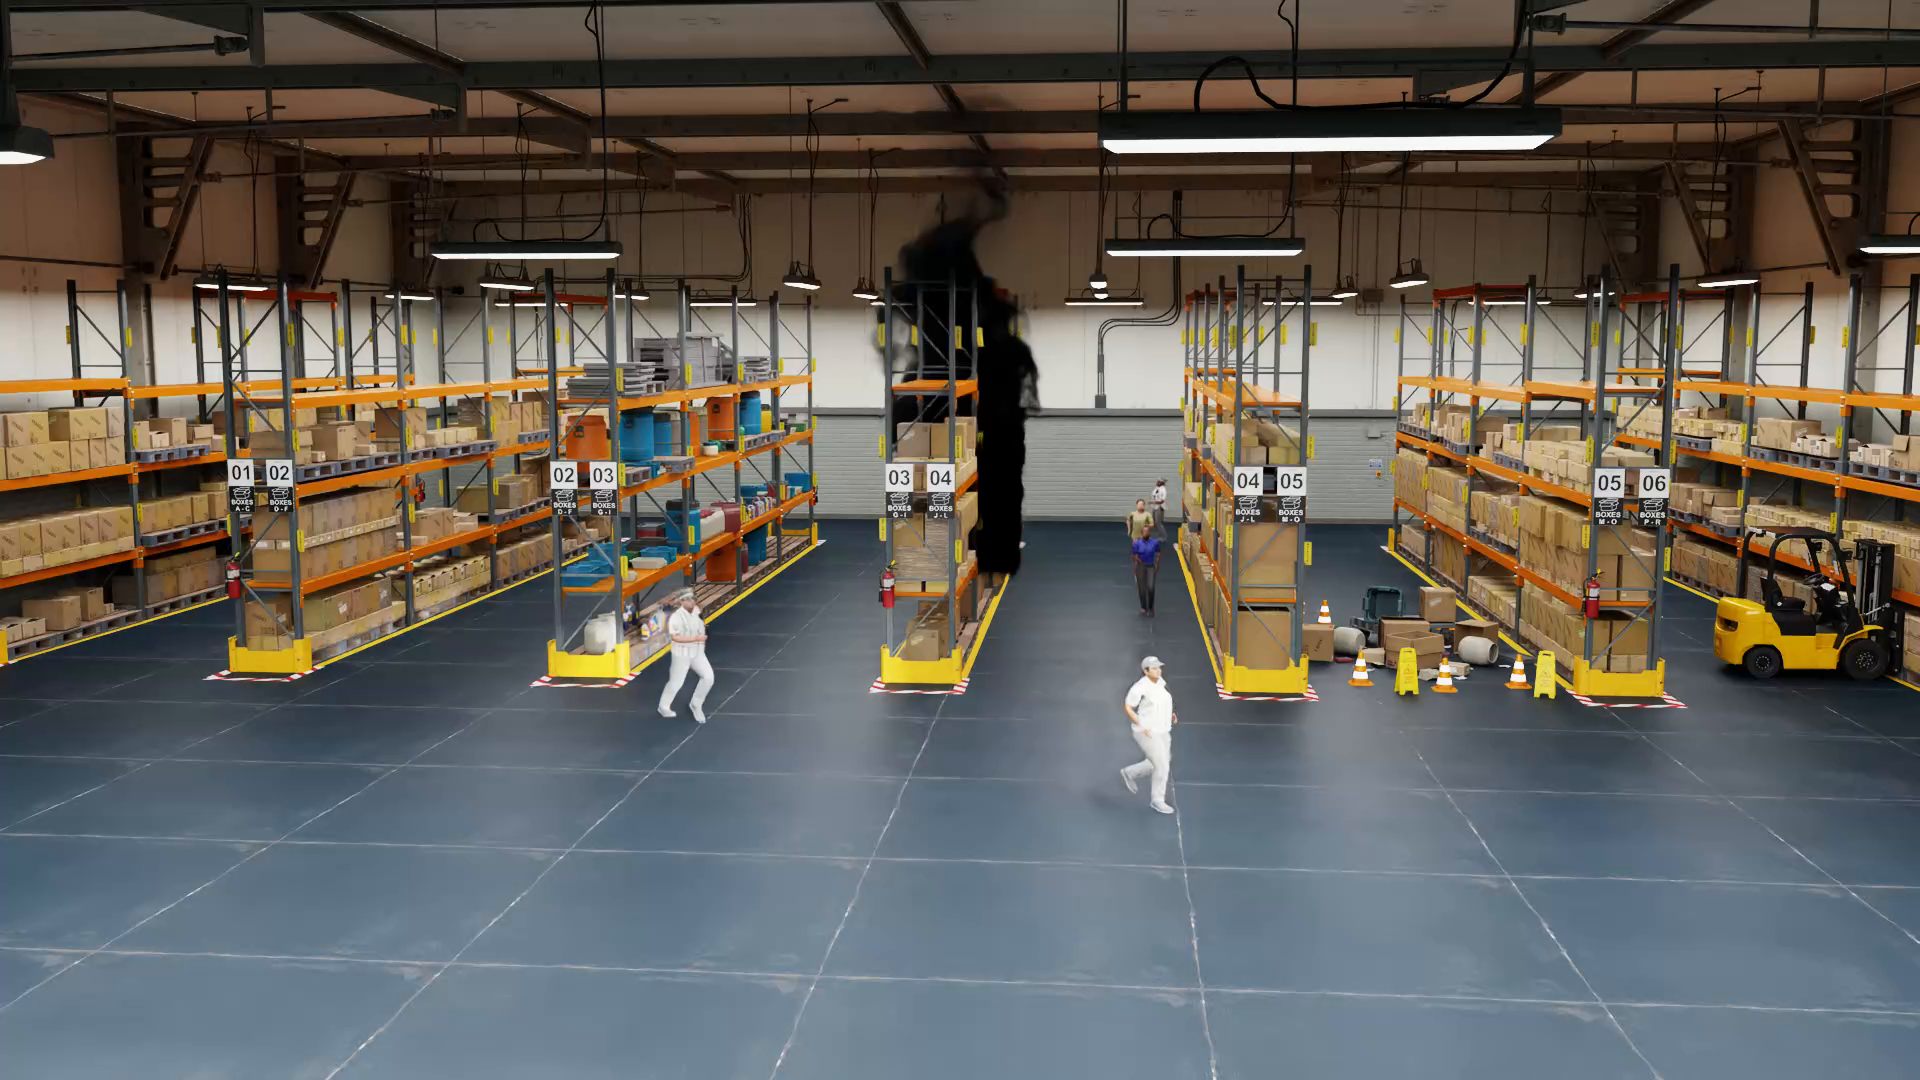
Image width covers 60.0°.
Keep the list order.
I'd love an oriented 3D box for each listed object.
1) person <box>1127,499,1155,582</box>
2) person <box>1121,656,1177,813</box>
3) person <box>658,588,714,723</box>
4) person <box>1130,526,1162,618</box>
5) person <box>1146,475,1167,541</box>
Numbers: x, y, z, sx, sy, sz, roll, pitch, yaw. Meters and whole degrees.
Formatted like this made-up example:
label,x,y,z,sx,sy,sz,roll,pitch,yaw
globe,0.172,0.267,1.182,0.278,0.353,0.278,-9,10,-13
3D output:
label,x,y,z,sx,sy,sz,roll,pitch,yaw
person,3.731,-0.024,34.388,0.573,1.661,0.963,1,7,5
person,2.022,2.052,17.775,0.686,1.660,0.602,6,9,41
person,-3.543,1.501,21.698,0.896,1.808,0.674,6,9,40
person,3.327,0.573,29.800,0.564,1.660,0.675,1,7,7
person,4.801,-0.734,40.382,0.717,1.687,0.574,-4,8,-27
